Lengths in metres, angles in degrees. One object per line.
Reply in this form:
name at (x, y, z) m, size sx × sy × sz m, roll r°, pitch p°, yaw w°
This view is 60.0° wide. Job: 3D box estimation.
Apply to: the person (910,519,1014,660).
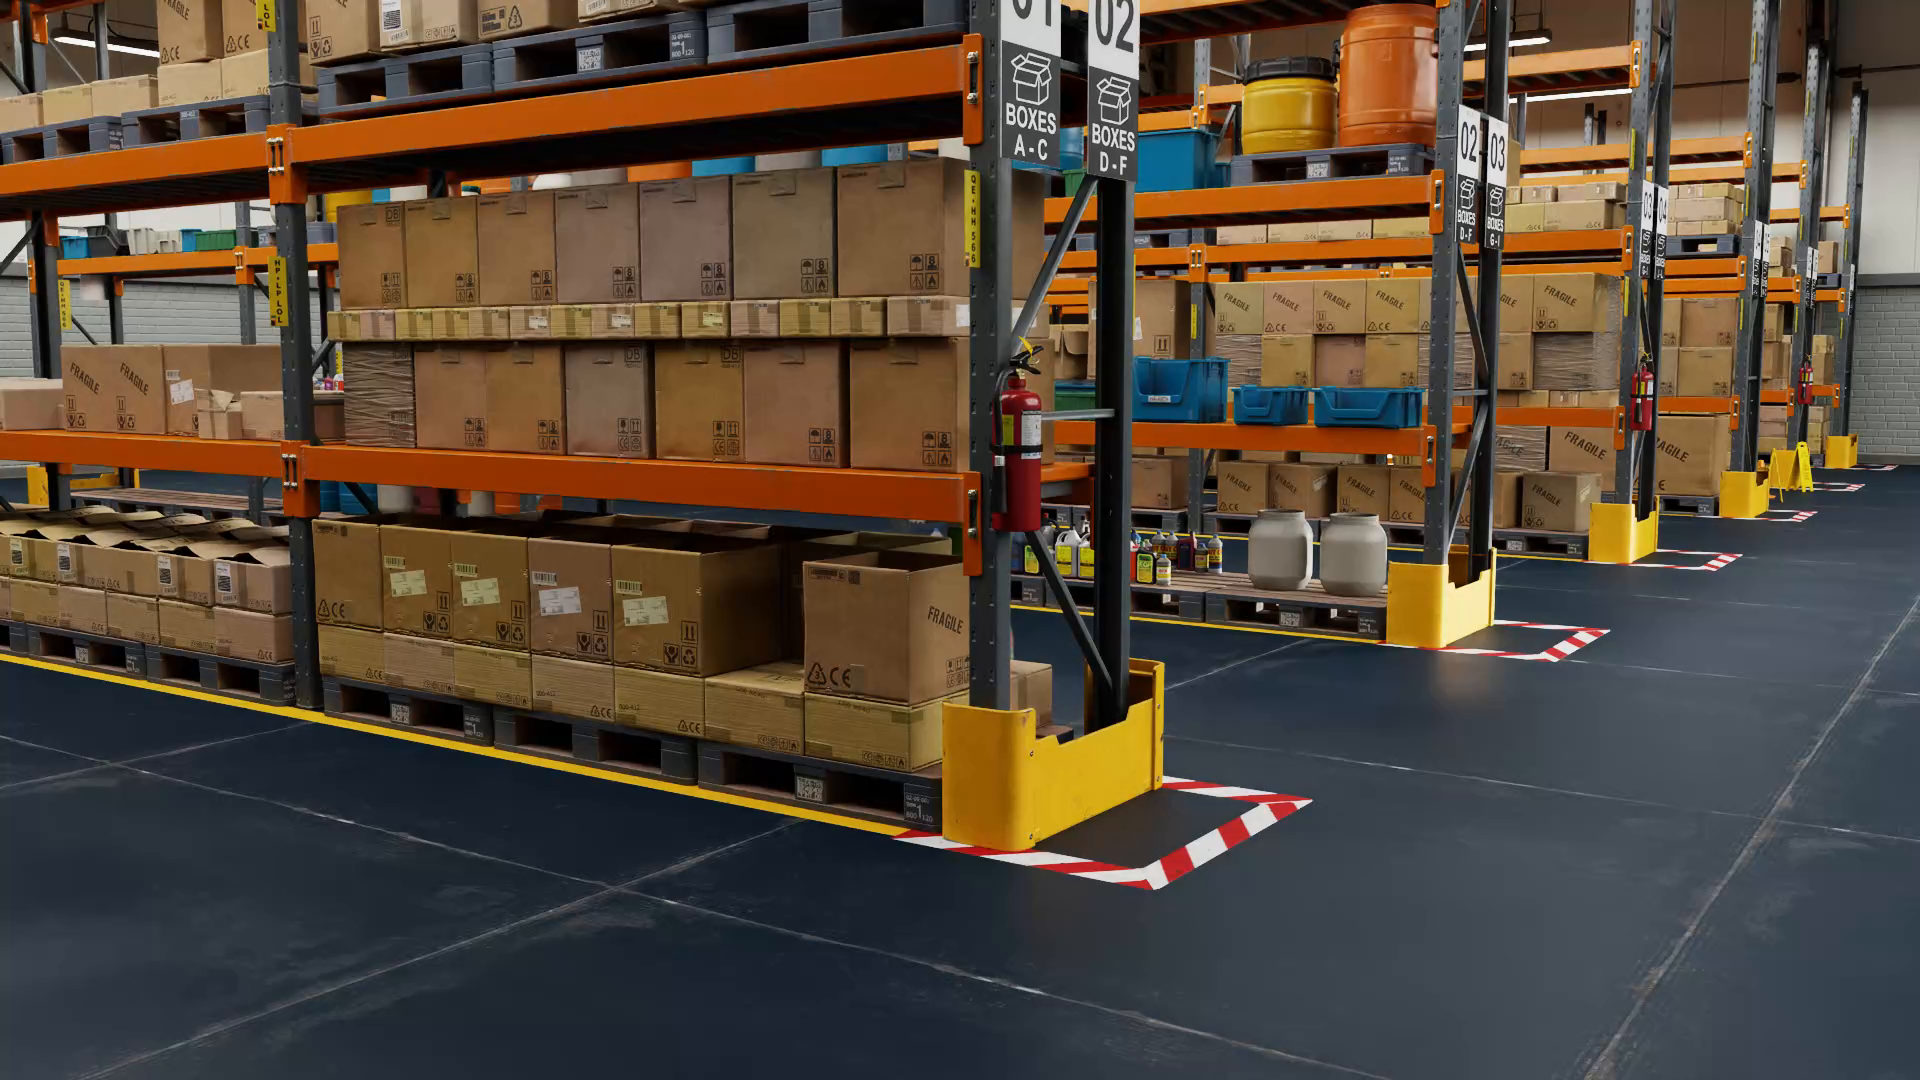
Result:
person at (0.007, -0.069, 8.294) m, size 0.567 × 1.783 × 0.494 m, roll 4°, pitch 8°, yaw 34°
